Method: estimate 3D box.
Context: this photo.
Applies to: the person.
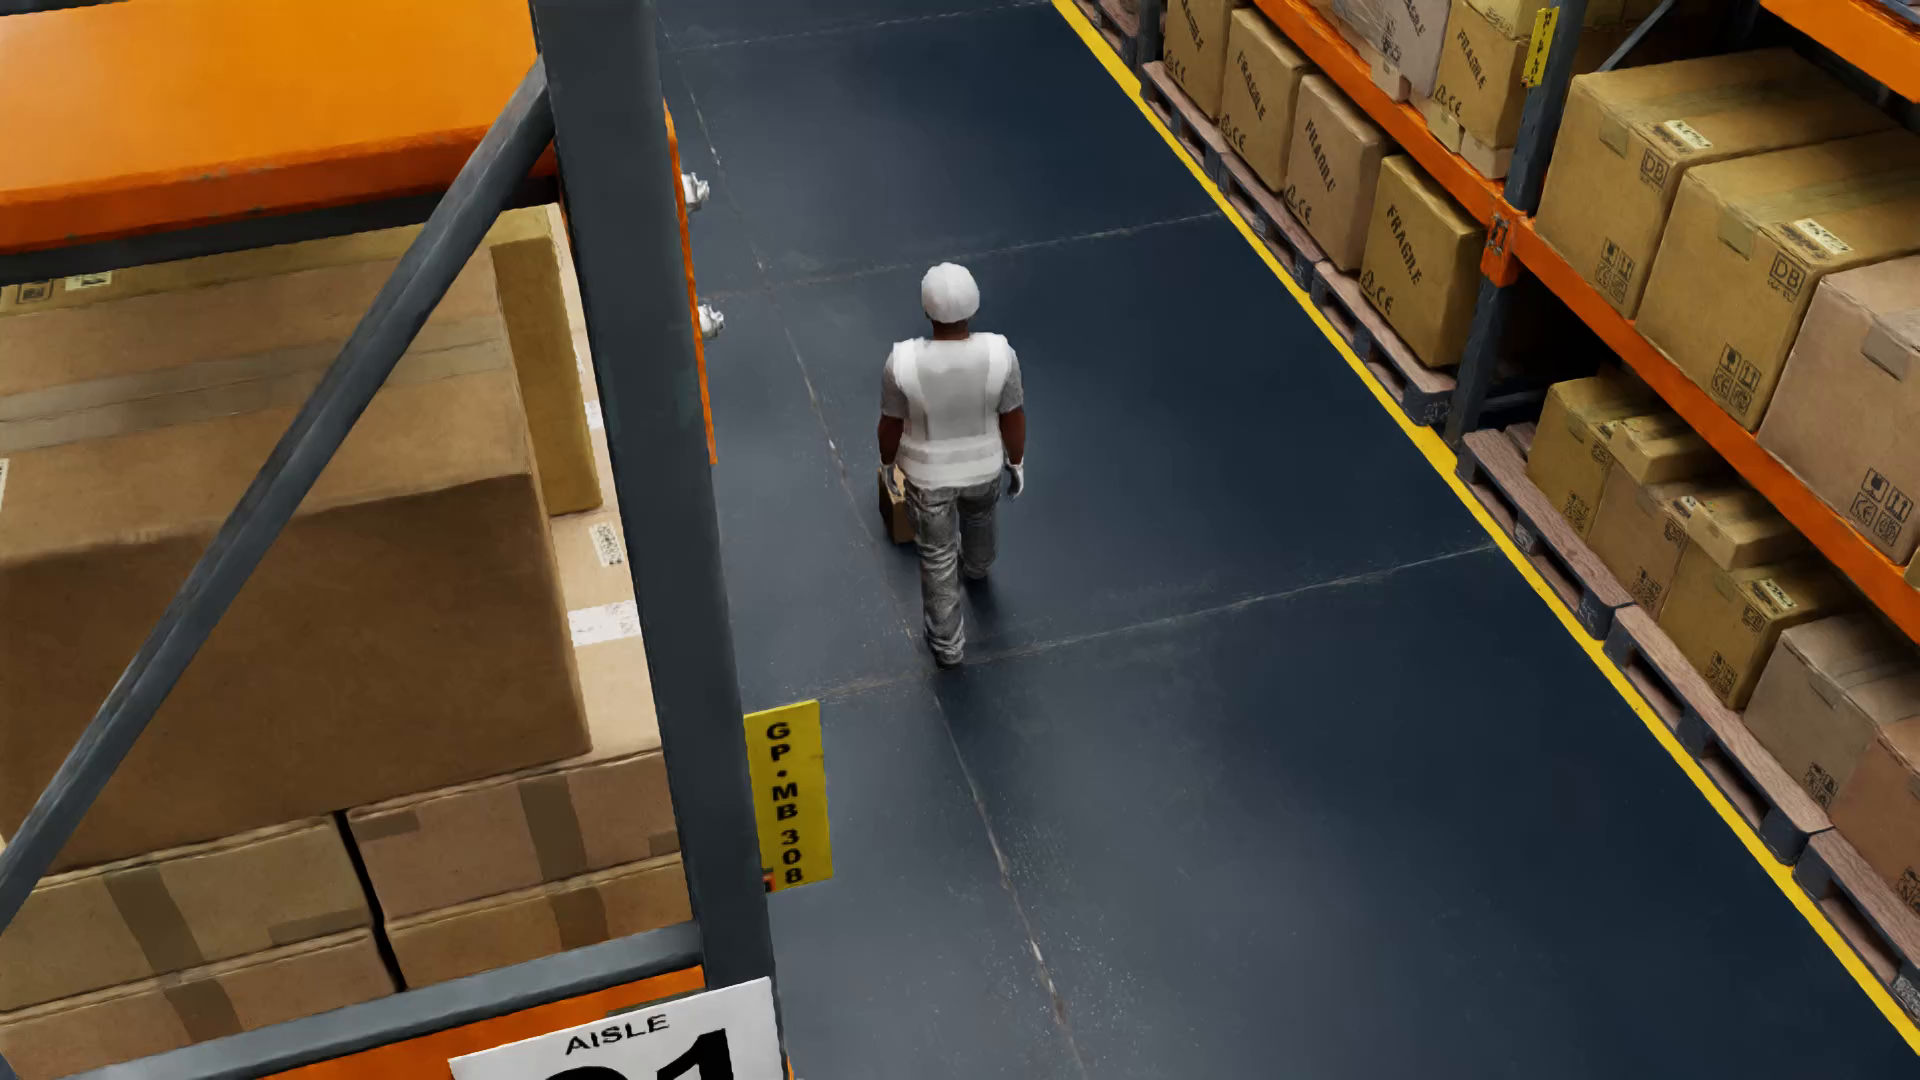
[{"bbox_3d":[-0.067,-0.394,6.571,0.554,1.767,0.771,-9,43,-10],"label":"person"}]
